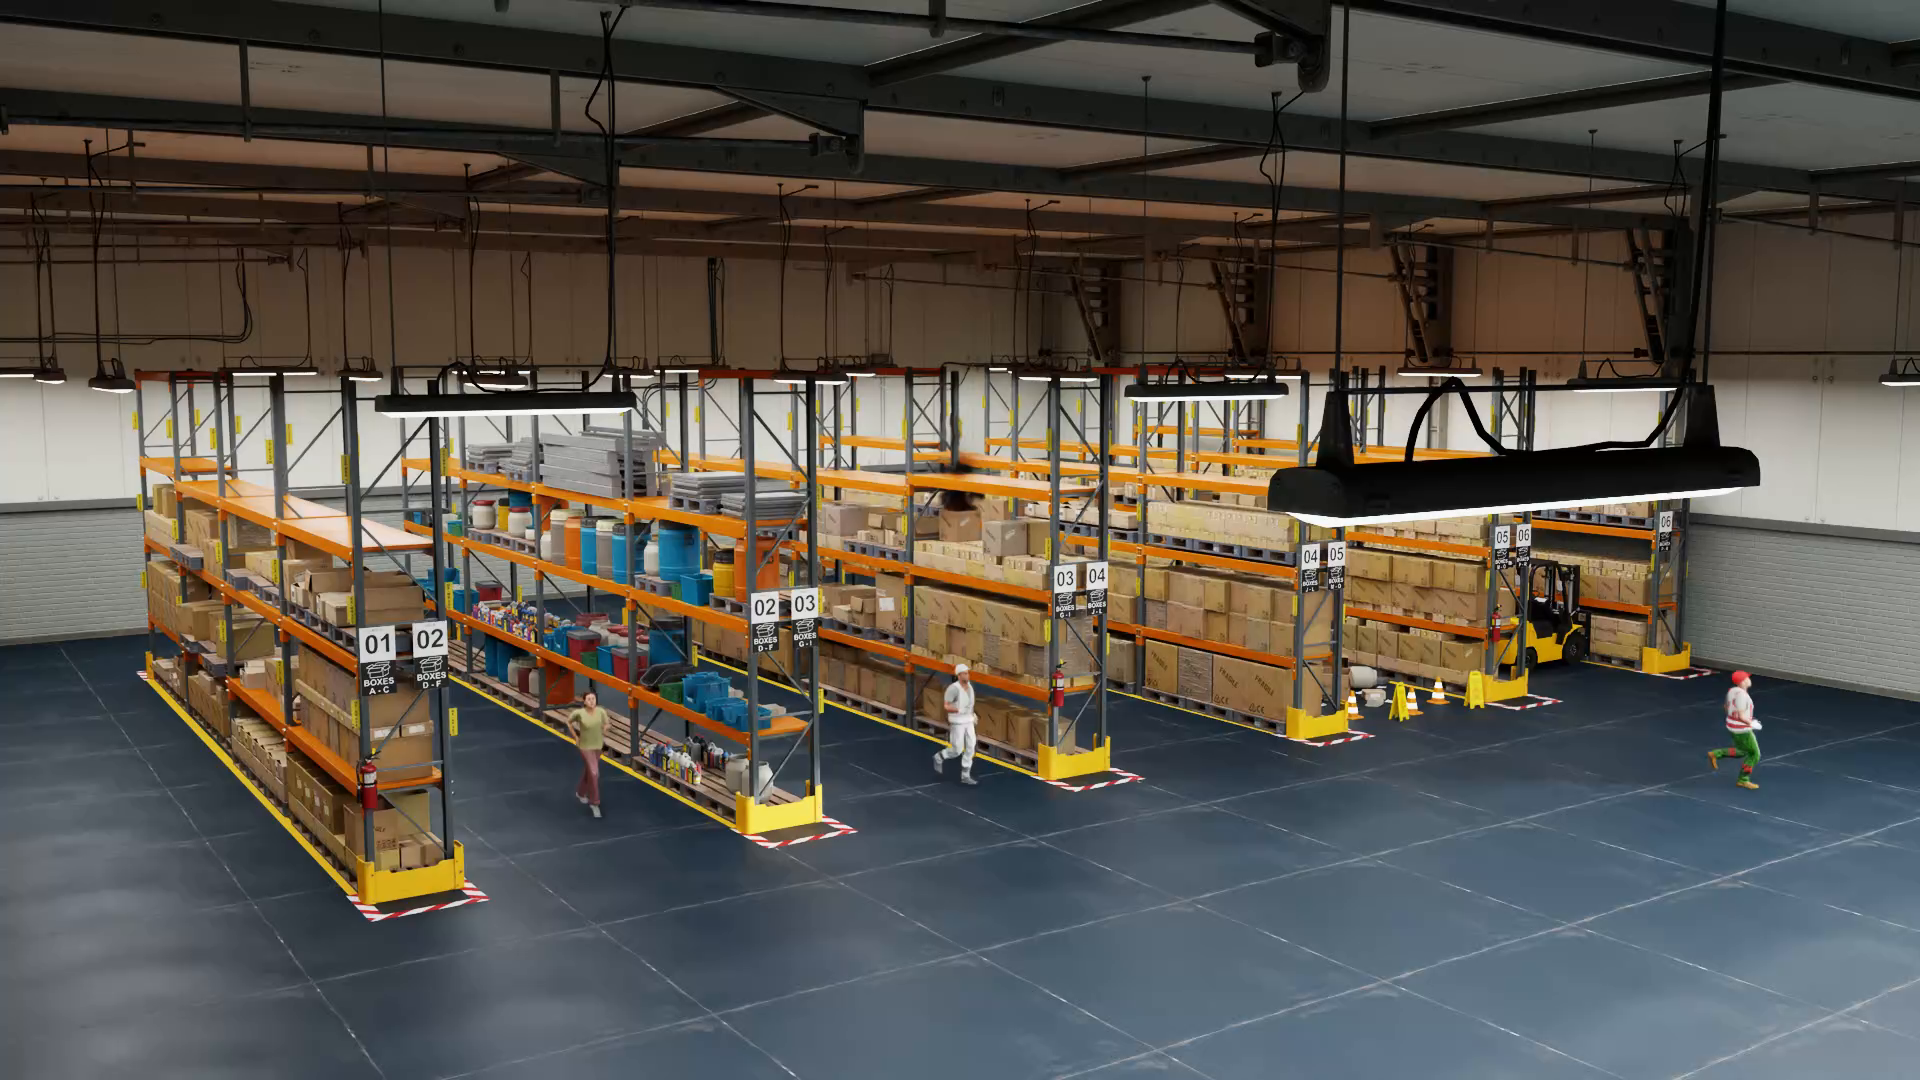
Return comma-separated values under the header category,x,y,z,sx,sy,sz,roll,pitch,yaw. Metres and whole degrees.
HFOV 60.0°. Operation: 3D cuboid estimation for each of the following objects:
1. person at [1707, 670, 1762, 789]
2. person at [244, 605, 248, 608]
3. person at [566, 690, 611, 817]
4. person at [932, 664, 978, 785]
category,x,y,z,sx,sy,sz,roll,pitch,yaw
person,11.313,2.751,24.244,0.675,1.725,0.676,1,6,6
person,-14.379,1.699,33.675,0.858,1.697,0.603,1,7,10
person,-5.101,2.916,23.018,0.549,1.725,0.793,-5,8,-39
person,-0.019,2.697,24.503,0.805,1.774,0.689,6,9,42
